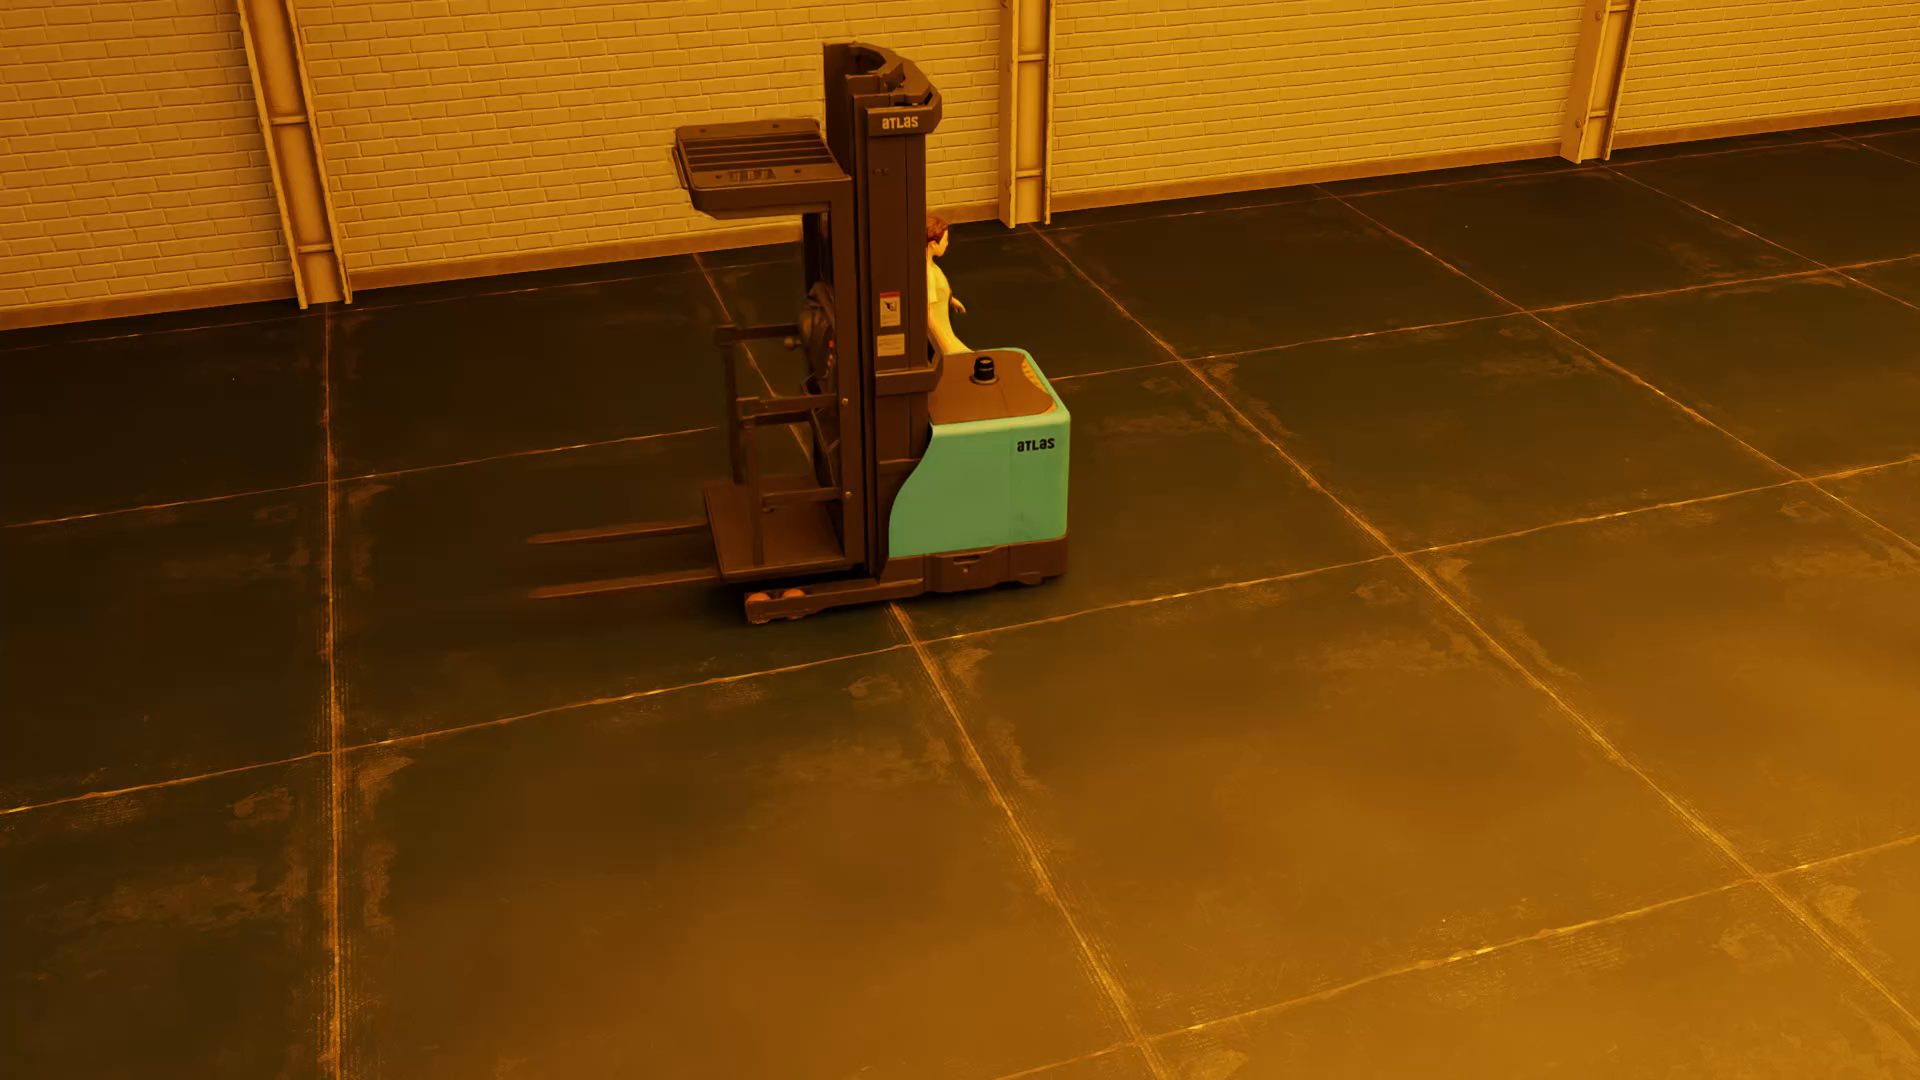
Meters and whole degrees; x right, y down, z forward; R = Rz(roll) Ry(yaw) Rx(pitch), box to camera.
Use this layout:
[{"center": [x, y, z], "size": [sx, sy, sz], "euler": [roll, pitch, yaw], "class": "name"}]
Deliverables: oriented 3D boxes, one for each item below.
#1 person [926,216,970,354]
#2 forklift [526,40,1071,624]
[{"center": [-0.150, -1.365, 10.824], "size": [0.664, 1.531, 0.850], "euler": [-3, 30, -6], "class": "person"}, {"center": [-0.951, -1.096, 8.991], "size": [3.031, 2.935, 1.130], "euler": [-7, 31, -11], "class": "forklift"}]
